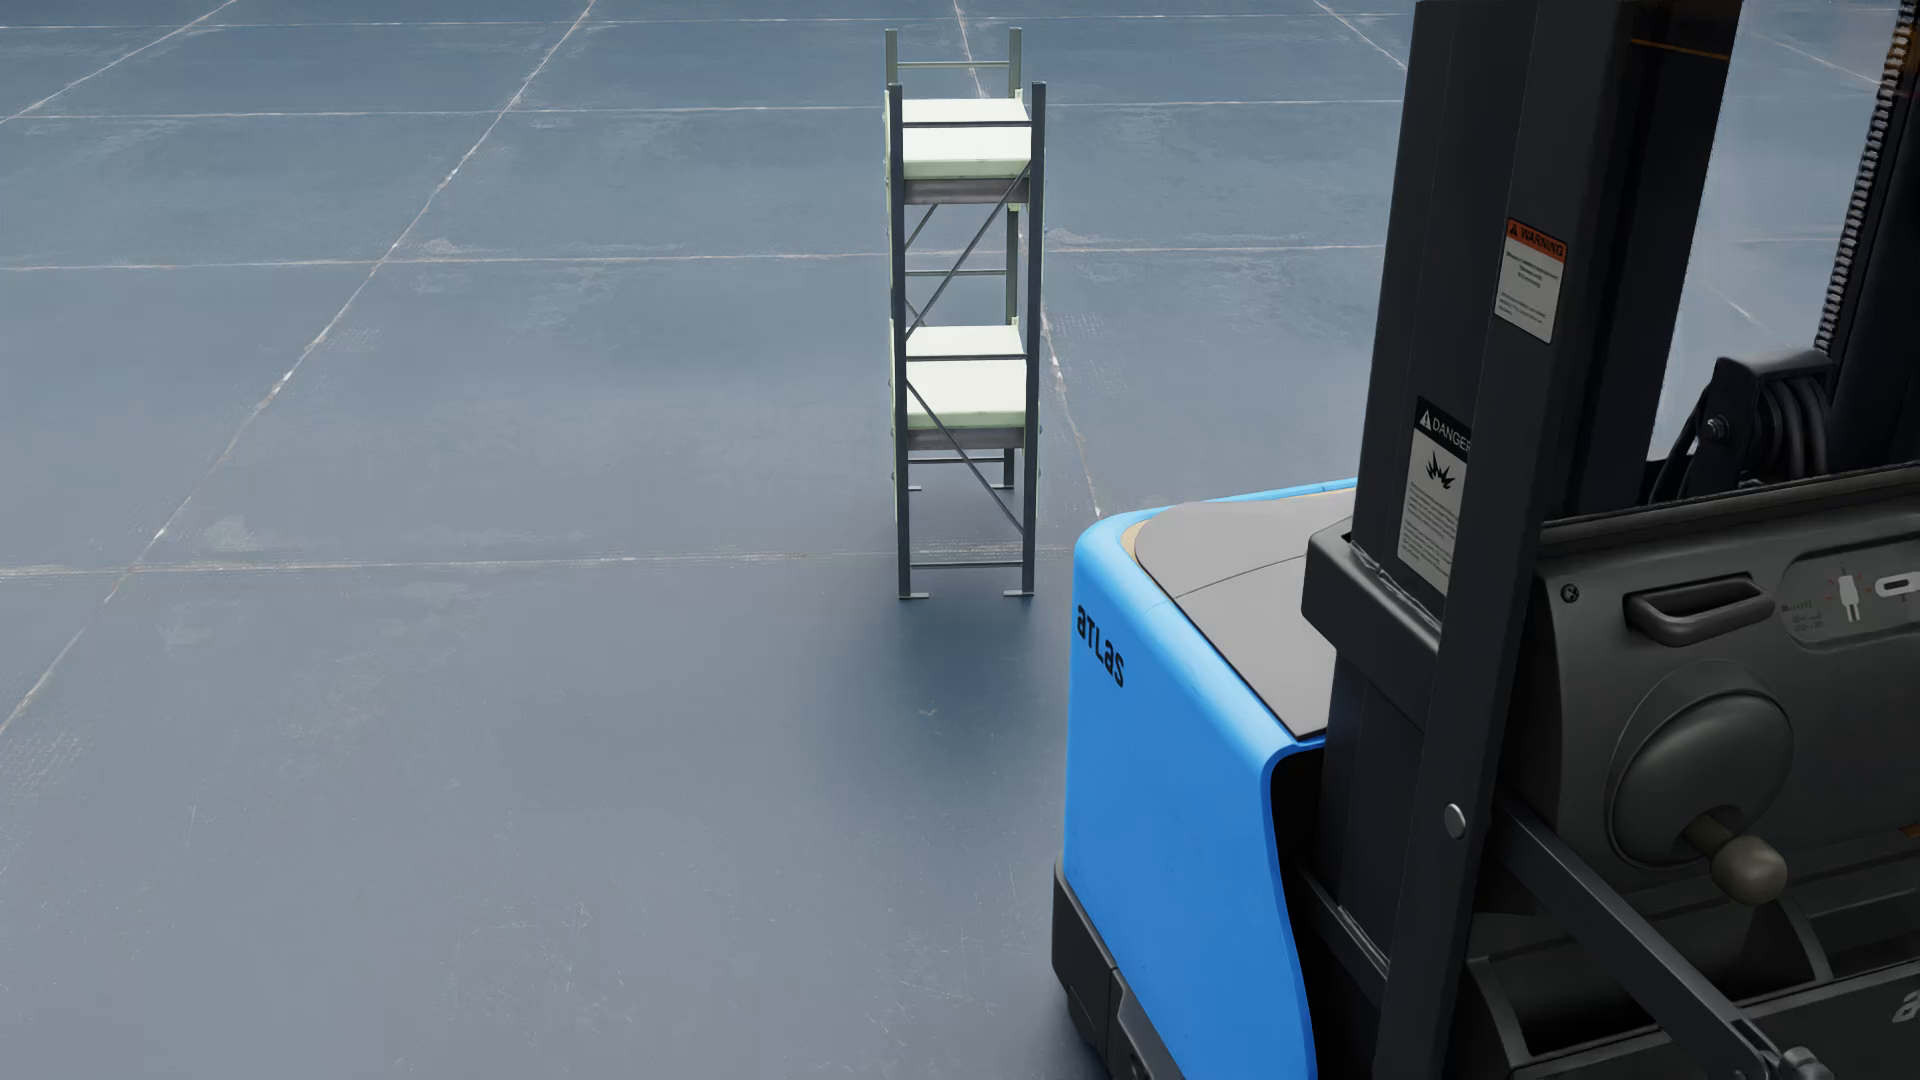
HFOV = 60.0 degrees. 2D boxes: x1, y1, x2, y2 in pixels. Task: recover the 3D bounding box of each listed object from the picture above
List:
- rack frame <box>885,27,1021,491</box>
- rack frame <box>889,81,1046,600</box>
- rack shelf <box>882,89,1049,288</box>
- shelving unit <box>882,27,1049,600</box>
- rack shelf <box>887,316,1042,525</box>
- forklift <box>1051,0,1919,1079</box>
[{"bbox_3d":[-0.019,-0.837,5.233,0.400,1.500,0.023,-1,28,-3],"label":"rack frame"},{"bbox_3d":[0.019,-0.499,4.585,0.400,1.500,0.023,-1,28,-3],"label":"rack frame"},{"bbox_3d":[0.000,-1.014,4.729,0.431,0.370,0.720,-1,28,-3],"label":"rack shelf"},{"bbox_3d":[0.000,-0.668,4.909,0.431,1.500,0.755,-1,28,-3],"label":"shelving unit"},{"bbox_3d":[0.000,-0.379,5.060,0.431,0.370,0.720,-1,28,-3],"label":"rack shelf"},{"bbox_3d":[1.133,0.190,1.717,1.130,2.935,3.031,-9,29,-16],"label":"forklift"}]
